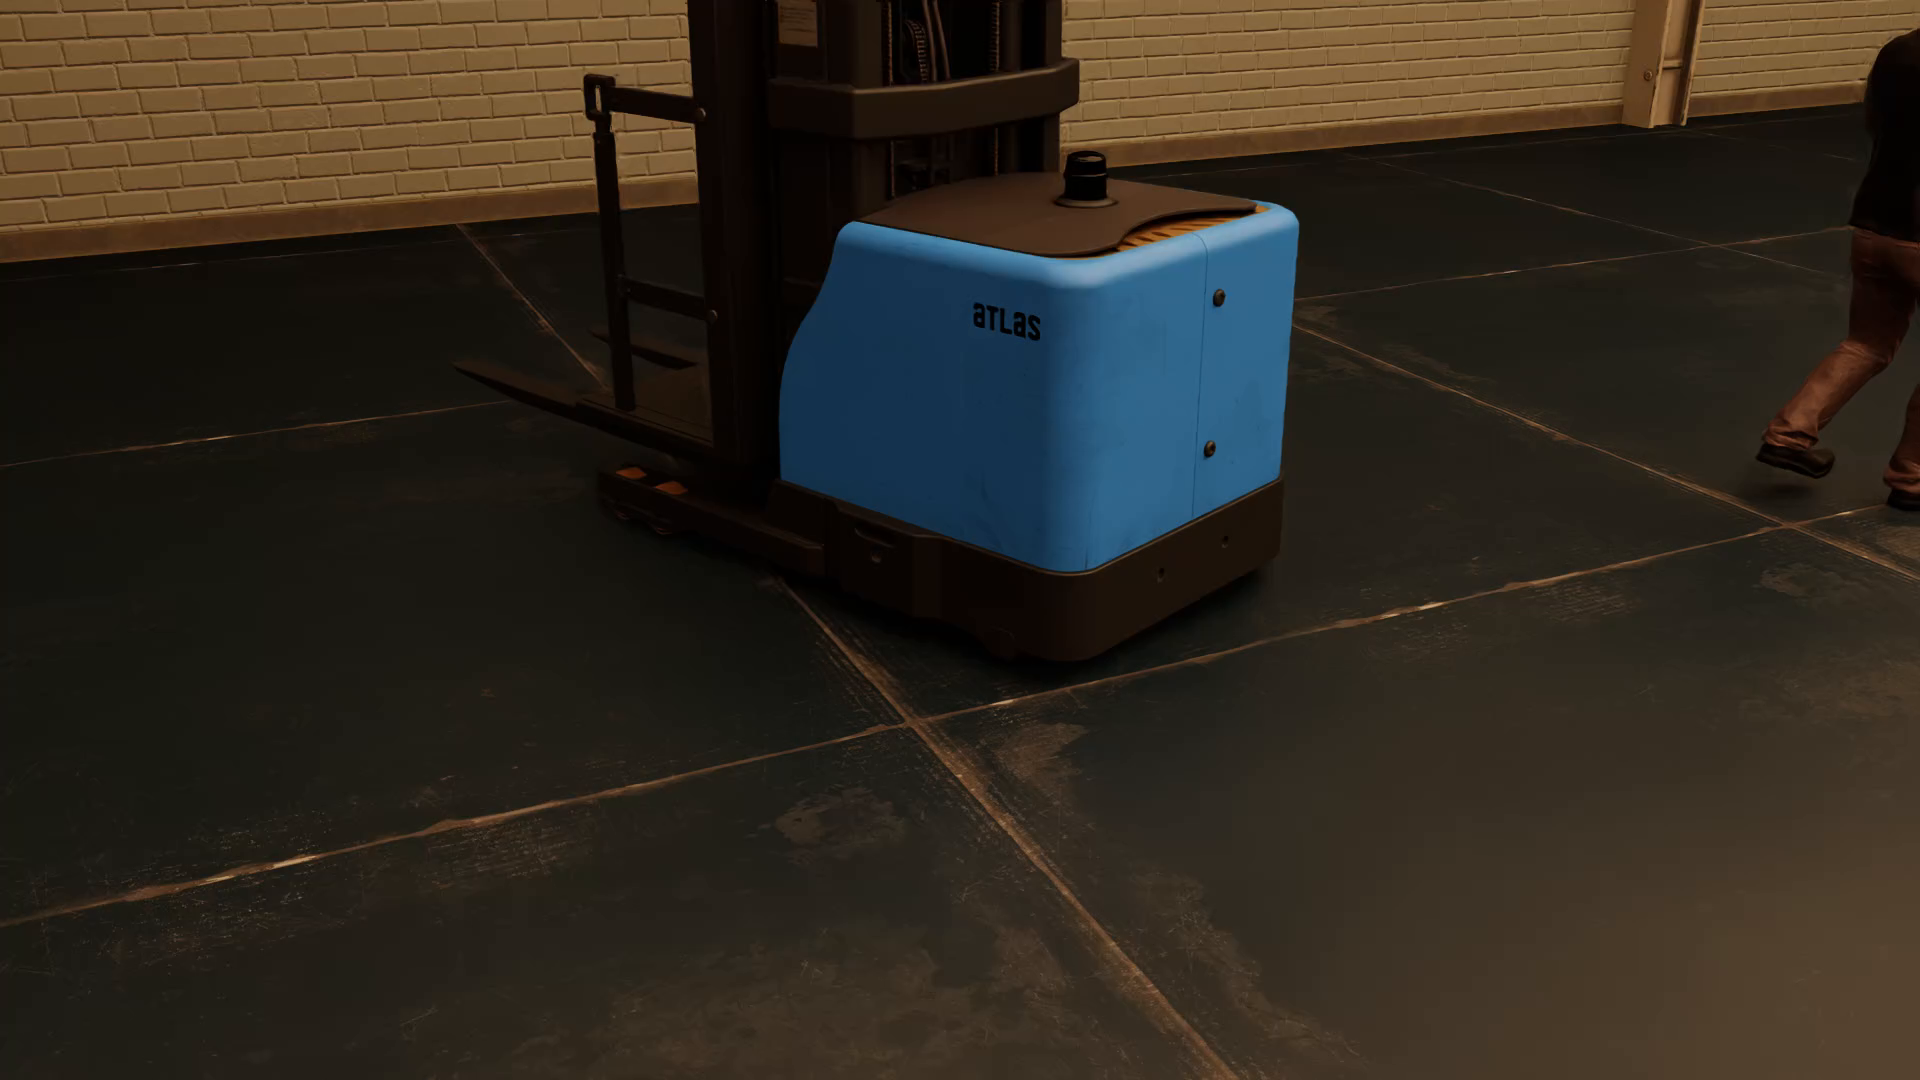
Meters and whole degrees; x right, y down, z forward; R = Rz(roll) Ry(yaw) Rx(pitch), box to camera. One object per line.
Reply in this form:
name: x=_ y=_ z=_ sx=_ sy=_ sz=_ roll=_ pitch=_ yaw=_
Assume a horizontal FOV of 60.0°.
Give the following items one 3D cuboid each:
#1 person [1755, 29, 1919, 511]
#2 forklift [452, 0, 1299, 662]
person: x=2.976 y=-0.910 z=5.092 sx=0.702 sy=1.702 sz=0.878 roll=-4 pitch=23 yaw=-10
forklift: x=-0.507 y=-1.500 z=4.896 sx=3.031 sy=2.935 sz=1.130 roll=19 pitch=29 yaw=38
